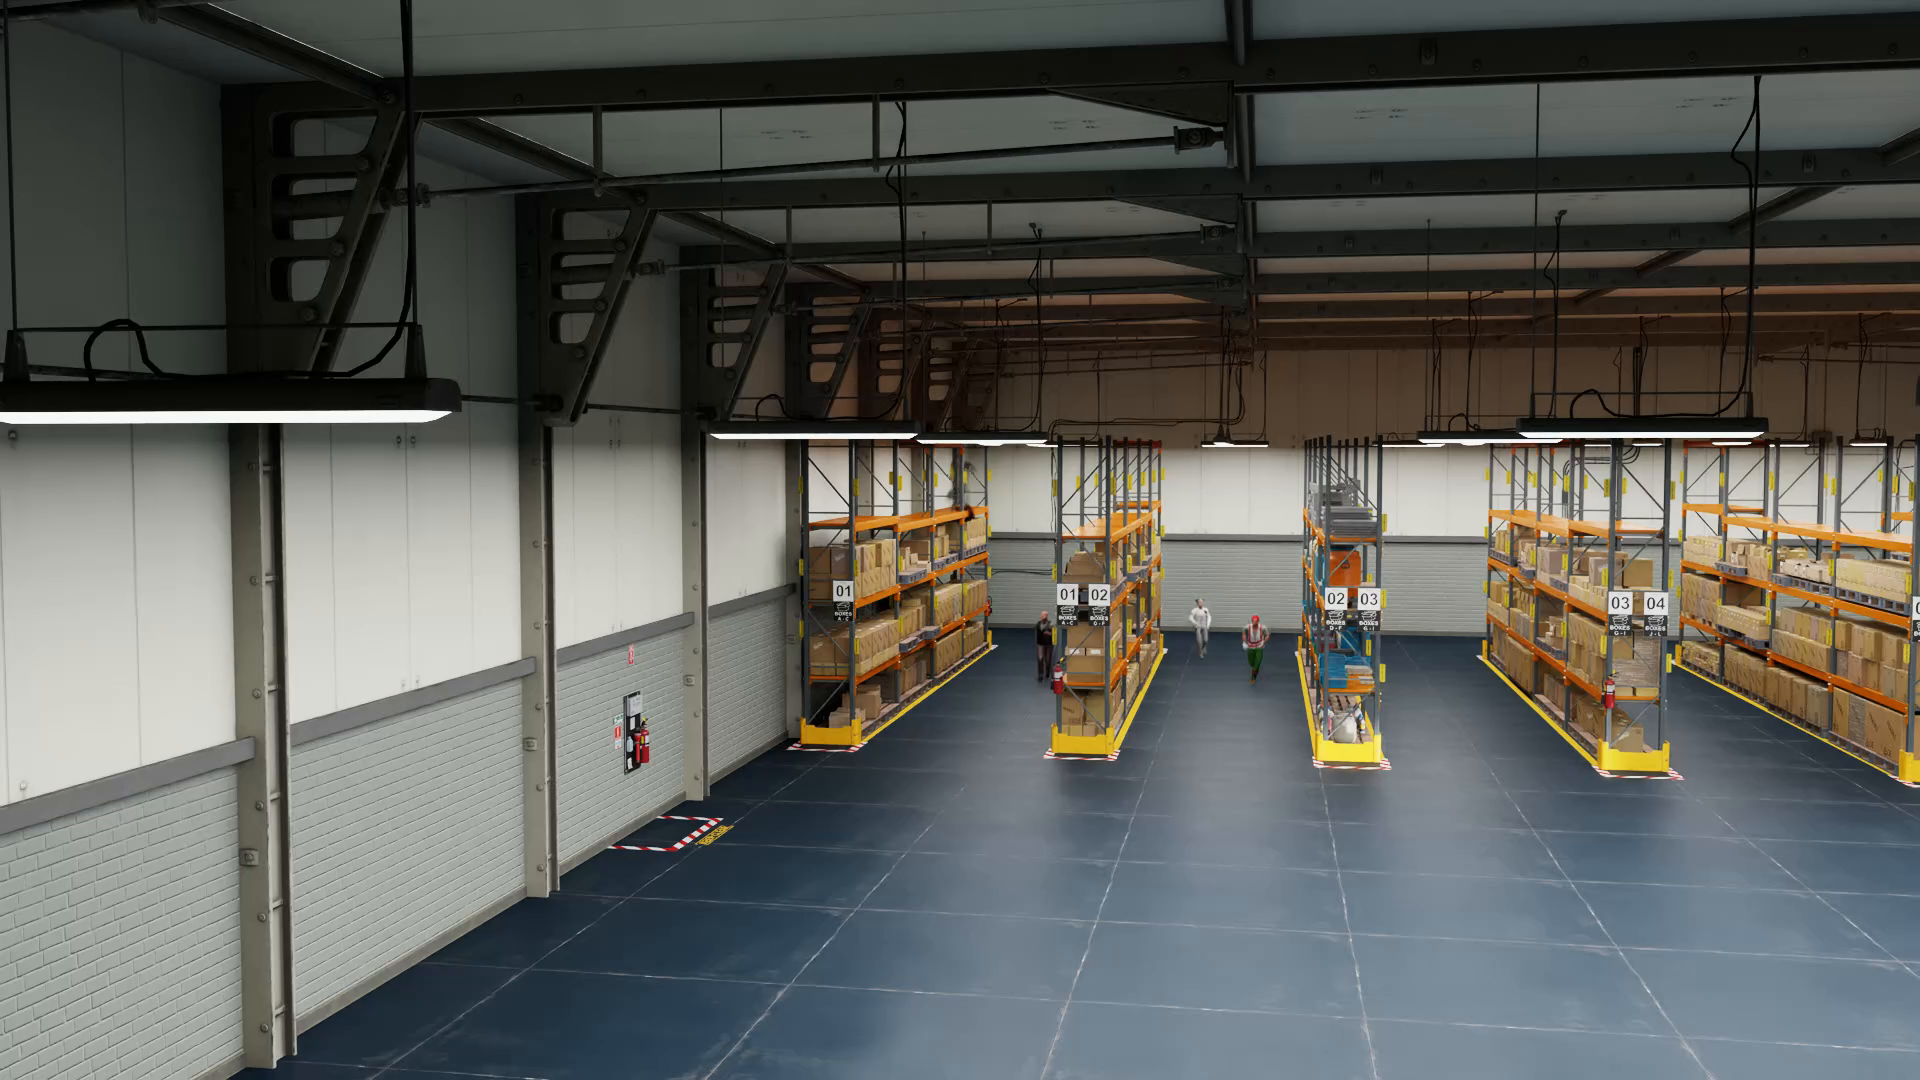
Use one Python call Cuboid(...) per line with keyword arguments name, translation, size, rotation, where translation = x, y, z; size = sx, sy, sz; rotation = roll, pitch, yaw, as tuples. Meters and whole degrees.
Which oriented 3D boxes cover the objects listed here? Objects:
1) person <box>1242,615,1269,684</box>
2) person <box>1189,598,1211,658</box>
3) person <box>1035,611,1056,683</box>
Cuboid(name="person", translation=(7.267, 2.677, 40.876), size=(0.654, 1.719, 0.796), rotation=(1, 3, 10))
Cuboid(name="person", translation=(6.630, 2.419, 45.837), size=(0.623, 1.664, 0.538), rotation=(0, 3, -1))
Cuboid(name="person", translation=(2.134, 2.643, 41.187), size=(0.632, 1.780, 0.812), rotation=(1, 3, 14))
